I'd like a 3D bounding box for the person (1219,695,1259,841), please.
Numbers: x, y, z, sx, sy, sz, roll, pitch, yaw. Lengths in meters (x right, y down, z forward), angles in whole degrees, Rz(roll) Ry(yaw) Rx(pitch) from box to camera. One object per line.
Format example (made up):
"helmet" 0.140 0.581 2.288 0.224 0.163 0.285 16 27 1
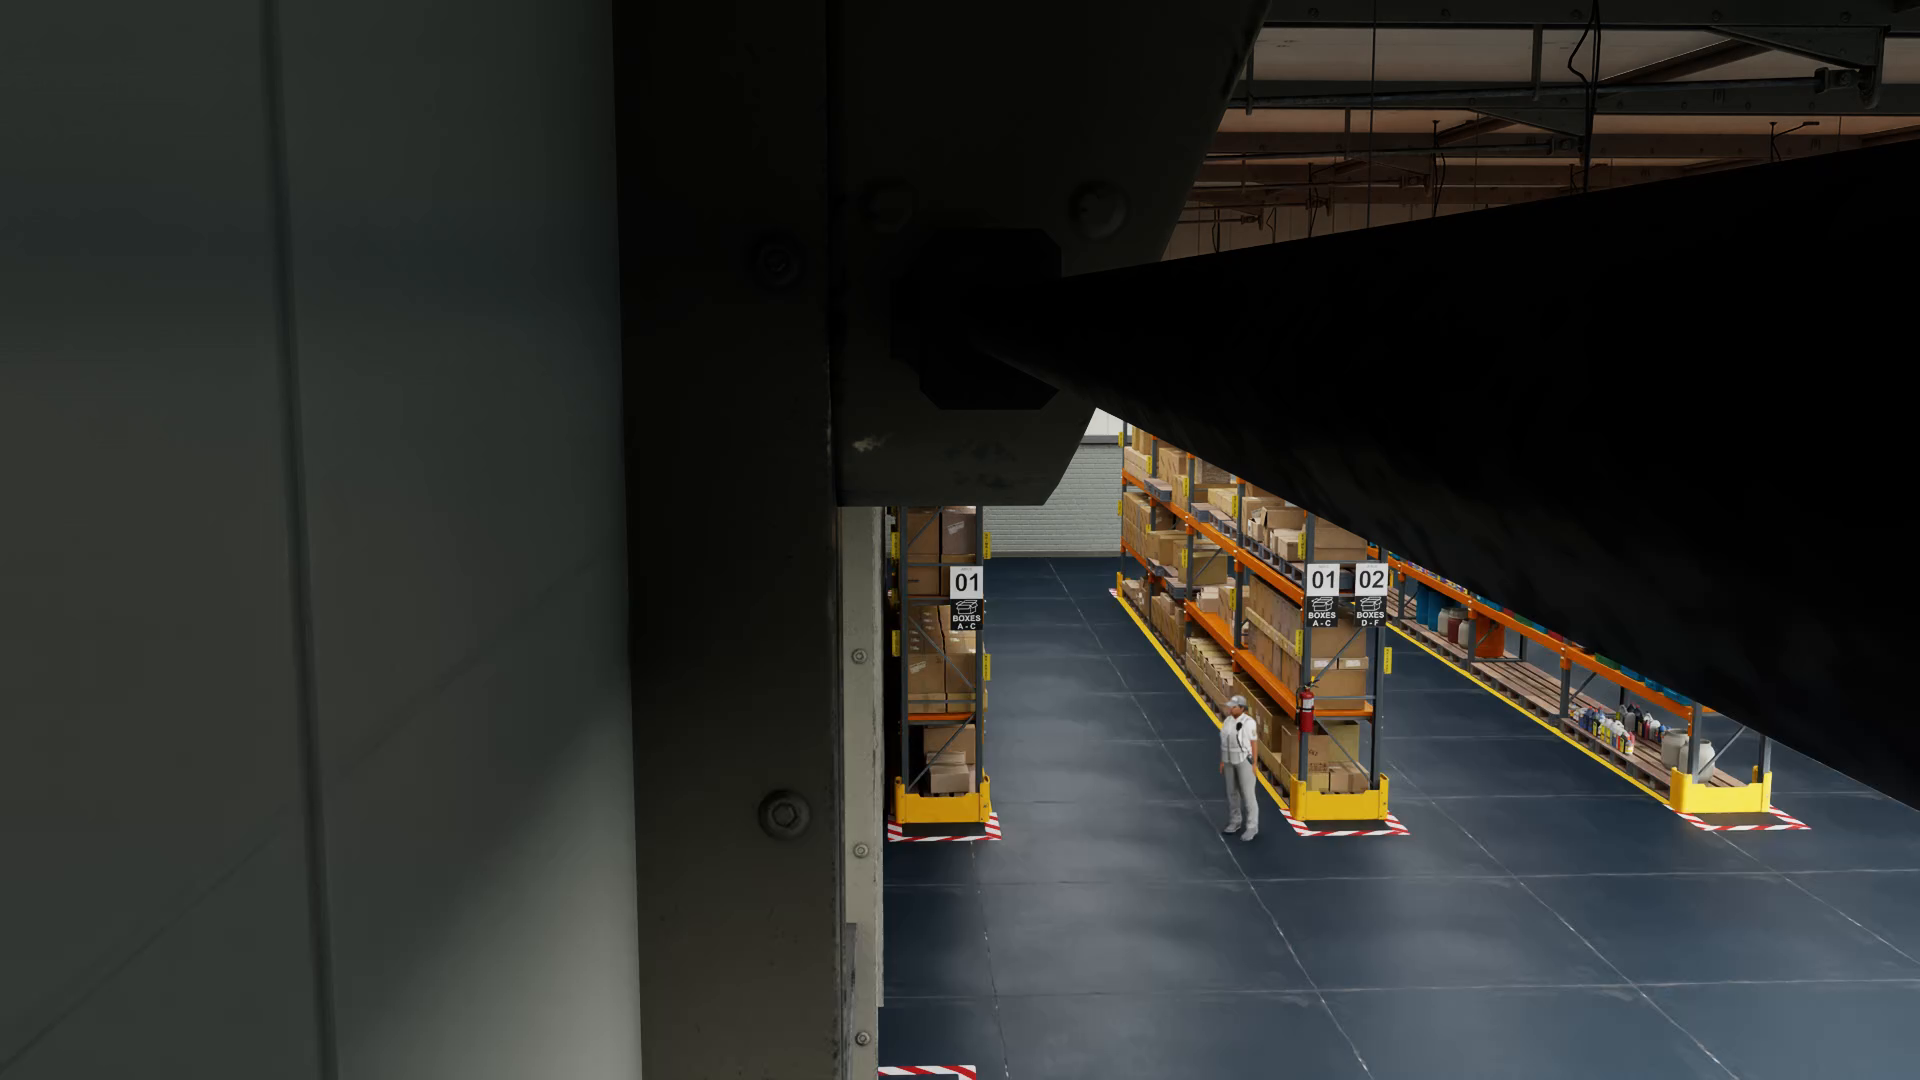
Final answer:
"person" 3.366 2.712 20.018 0.436 1.682 0.601 -7 11 -41
